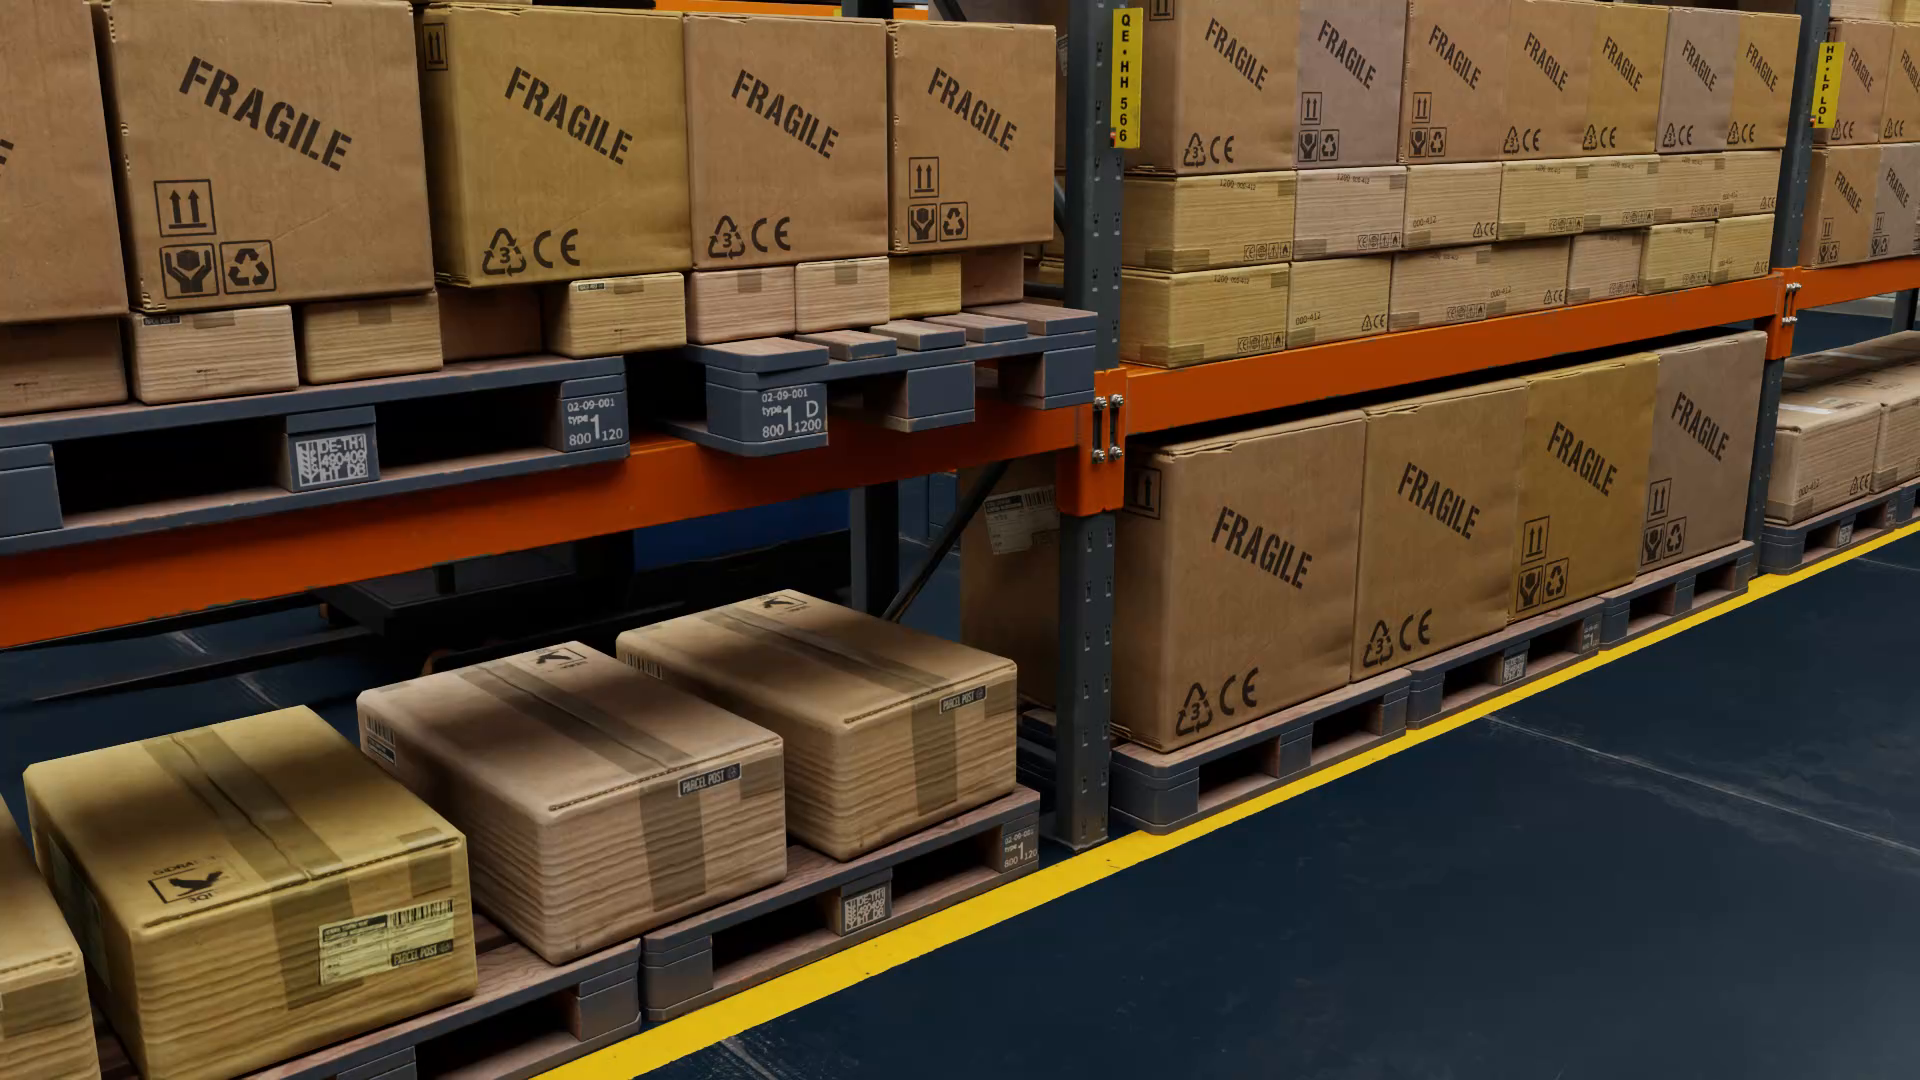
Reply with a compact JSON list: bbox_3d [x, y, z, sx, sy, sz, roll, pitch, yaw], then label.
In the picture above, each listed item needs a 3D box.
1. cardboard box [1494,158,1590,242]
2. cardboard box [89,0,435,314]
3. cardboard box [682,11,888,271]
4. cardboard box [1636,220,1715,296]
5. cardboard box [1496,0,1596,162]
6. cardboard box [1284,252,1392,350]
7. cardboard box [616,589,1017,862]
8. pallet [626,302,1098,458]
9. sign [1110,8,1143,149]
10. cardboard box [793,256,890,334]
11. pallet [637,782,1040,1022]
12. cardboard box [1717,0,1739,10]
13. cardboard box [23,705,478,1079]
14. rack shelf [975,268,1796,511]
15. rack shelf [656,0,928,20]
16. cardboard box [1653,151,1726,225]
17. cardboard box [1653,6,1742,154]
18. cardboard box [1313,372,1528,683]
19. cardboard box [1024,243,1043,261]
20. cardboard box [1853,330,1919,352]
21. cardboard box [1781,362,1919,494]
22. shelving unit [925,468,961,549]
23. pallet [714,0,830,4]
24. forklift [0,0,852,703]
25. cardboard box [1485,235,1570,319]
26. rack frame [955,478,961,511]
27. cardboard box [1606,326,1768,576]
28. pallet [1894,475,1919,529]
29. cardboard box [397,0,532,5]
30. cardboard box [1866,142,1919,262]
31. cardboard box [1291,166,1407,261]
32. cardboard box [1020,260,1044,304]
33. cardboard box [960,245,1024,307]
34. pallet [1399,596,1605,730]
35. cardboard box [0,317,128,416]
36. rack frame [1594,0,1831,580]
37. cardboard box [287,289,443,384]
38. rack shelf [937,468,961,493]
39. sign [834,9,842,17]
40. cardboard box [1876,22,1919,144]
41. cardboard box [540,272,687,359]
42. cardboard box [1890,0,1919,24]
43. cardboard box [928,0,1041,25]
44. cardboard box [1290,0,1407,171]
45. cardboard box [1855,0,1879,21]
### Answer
[{"bbox_3d":[1.747,-1.158,5.594,0.500,0.250,0.500,-12,19,-38],"label":"cardboard box"},{"bbox_3d":[-1.299,-0.694,2.953,0.500,0.500,0.500,-14,20,-42],"label":"cardboard box"},{"bbox_3d":[-0.507,-0.872,3.619,0.500,0.500,0.500,-13,20,-40],"label":"cardboard box"},{"bbox_3d":[2.496,-1.092,6.317,0.500,0.250,0.500,-13,20,-40],"label":"cardboard box"},{"bbox_3d":[1.720,-1.521,5.500,0.500,0.500,0.500,-12,19,-38],"label":"cardboard box"},{"bbox_3d":[0.947,-0.750,5.036,0.500,0.250,0.500,-13,20,-41],"label":"cardboard box"},{"bbox_3d":[-0.396,0.462,4.485,0.625,0.372,0.950,-14,21,-43],"label":"cardboard box"},{"bbox_3d":[-0.431,-0.464,4.047,1.003,0.211,1.213,-13,19,-39],"label":"pallet"},{"bbox_3d":[0.400,-1.115,4.023,0.005,0.325,0.100,-13,19,-39],"label":"sign"},{"bbox_3d":[-0.372,-0.568,3.735,0.250,0.149,0.380,-13,20,-40],"label":"cardboard box"},{"bbox_3d":[-0.554,0.781,4.417,1.213,0.211,1.003,-13,19,-39],"label":"pallet"},{"bbox_3d":[3.348,-2.358,7.378,0.250,0.149,0.380,-12,19,-38],"label":"cardboard box"},{"bbox_3d":[-1.523,0.716,3.535,0.625,0.372,0.950,-12,19,-38],"label":"cardboard box"},{"bbox_3d":[1.545,-0.690,5.913,4.000,0.370,1.077,-13,19,-39],"label":"rack shelf"},{"bbox_3d":[-1.942,-4.746,15.285,4.000,0.370,1.077,-13,19,-39],"label":"rack shelf"},{"bbox_3d":[2.509,-1.337,6.264,0.500,0.250,0.500,-12,19,-38],"label":"cardboard box"},{"bbox_3d":[2.496,-1.694,6.147,0.500,0.500,0.500,-12,19,-38],"label":"cardboard box"},{"bbox_3d":[1.288,-0.126,5.712,0.875,0.875,0.875,-12,19,-39],"label":"cardboard box"},{"bbox_3d":[0.235,-0.999,4.999,0.500,0.250,0.500,-13,20,-40],"label":"cardboard box"},{"bbox_3d":[5.639,-0.887,9.410,0.875,0.438,0.875,-14,20,-41],"label":"cardboard box"},{"bbox_3d":[4.273,-0.578,8.253,0.875,0.438,0.875,-13,20,-41],"label":"cardboard box"},{"bbox_3d":[-0.011,-0.577,7.586,0.189,1.200,0.258,-13,19,-39],"label":"shelving unit"},{"bbox_3d":[-1.907,-5.054,15.216,1.213,0.211,1.003,-13,19,-39],"label":"pallet"},{"bbox_3d":[-1.869,-1.028,5.920,3.031,2.935,1.130,-12,19,-38],"label":"forklift"},{"bbox_3d":[1.716,-0.922,5.680,0.500,0.250,0.500,-13,19,-39],"label":"cardboard box"},{"bbox_3d":[0.058,-0.593,7.644,0.006,1.200,0.240,-13,19,-39],"label":"rack frame"},{"bbox_3d":[2.639,-0.432,6.857,0.875,0.875,0.875,-12,19,-38],"label":"cardboard box"},{"bbox_3d":[4.600,-0.350,8.651,1.213,0.211,1.003,-13,19,-39],"label":"pallet"},{"bbox_3d":[-1.012,-1.074,3.119,0.250,0.149,0.380,-14,20,-42],"label":"cardboard box"},{"bbox_3d":[3.962,-1.537,7.498,0.500,0.500,0.500,-12,19,-39],"label":"cardboard box"},{"bbox_3d":[0.972,-0.992,4.975,0.500,0.250,0.500,-12,19,-38],"label":"cardboard box"},{"bbox_3d":[0.248,-0.762,5.081,0.500,0.250,0.500,-14,20,-41],"label":"cardboard box"},{"bbox_3d":[-0.056,-0.678,4.150,0.250,0.149,0.380,-12,19,-37],"label":"cardboard box"},{"bbox_3d":[1.601,0.324,6.126,1.213,0.211,1.003,-13,19,-39],"label":"pallet"},{"bbox_3d":[-1.590,-0.315,2.789,0.250,0.149,0.380,-12,19,-39],"label":"cardboard box"},{"bbox_3d":[3.054,-1.376,7.088,0.127,3.000,1.000,-13,19,-39],"label":"rack frame"},{"bbox_3d":[-1.173,-0.401,3.110,0.250,0.149,0.380,-13,20,-41],"label":"cardboard box"},{"bbox_3d":[-0.011,-0.302,7.659,0.180,0.103,0.258,-13,19,-39],"label":"rack shelf"},{"bbox_3d":[-0.330,-1.365,4.805,0.005,0.325,0.100,-13,19,-39],"label":"sign"},{"bbox_3d":[3.957,-2.025,7.388,0.500,0.500,0.500,-13,20,-40],"label":"cardboard box"},{"bbox_3d":[-0.765,-0.477,3.397,0.250,0.149,0.380,-12,19,-38],"label":"cardboard box"},{"bbox_3d":[4.038,-2.352,7.354,0.250,0.149,0.380,-13,20,-40],"label":"cardboard box"},{"bbox_3d":[0.255,-1.368,4.928,0.500,0.500,0.500,-13,20,-41],"label":"cardboard box"},{"bbox_3d":[0.937,-1.351,4.866,0.500,0.500,0.500,-13,19,-39],"label":"cardboard box"},{"bbox_3d":[3.645,-2.270,7.048,0.250,0.149,0.380,-12,19,-39],"label":"cardboard box"}]
